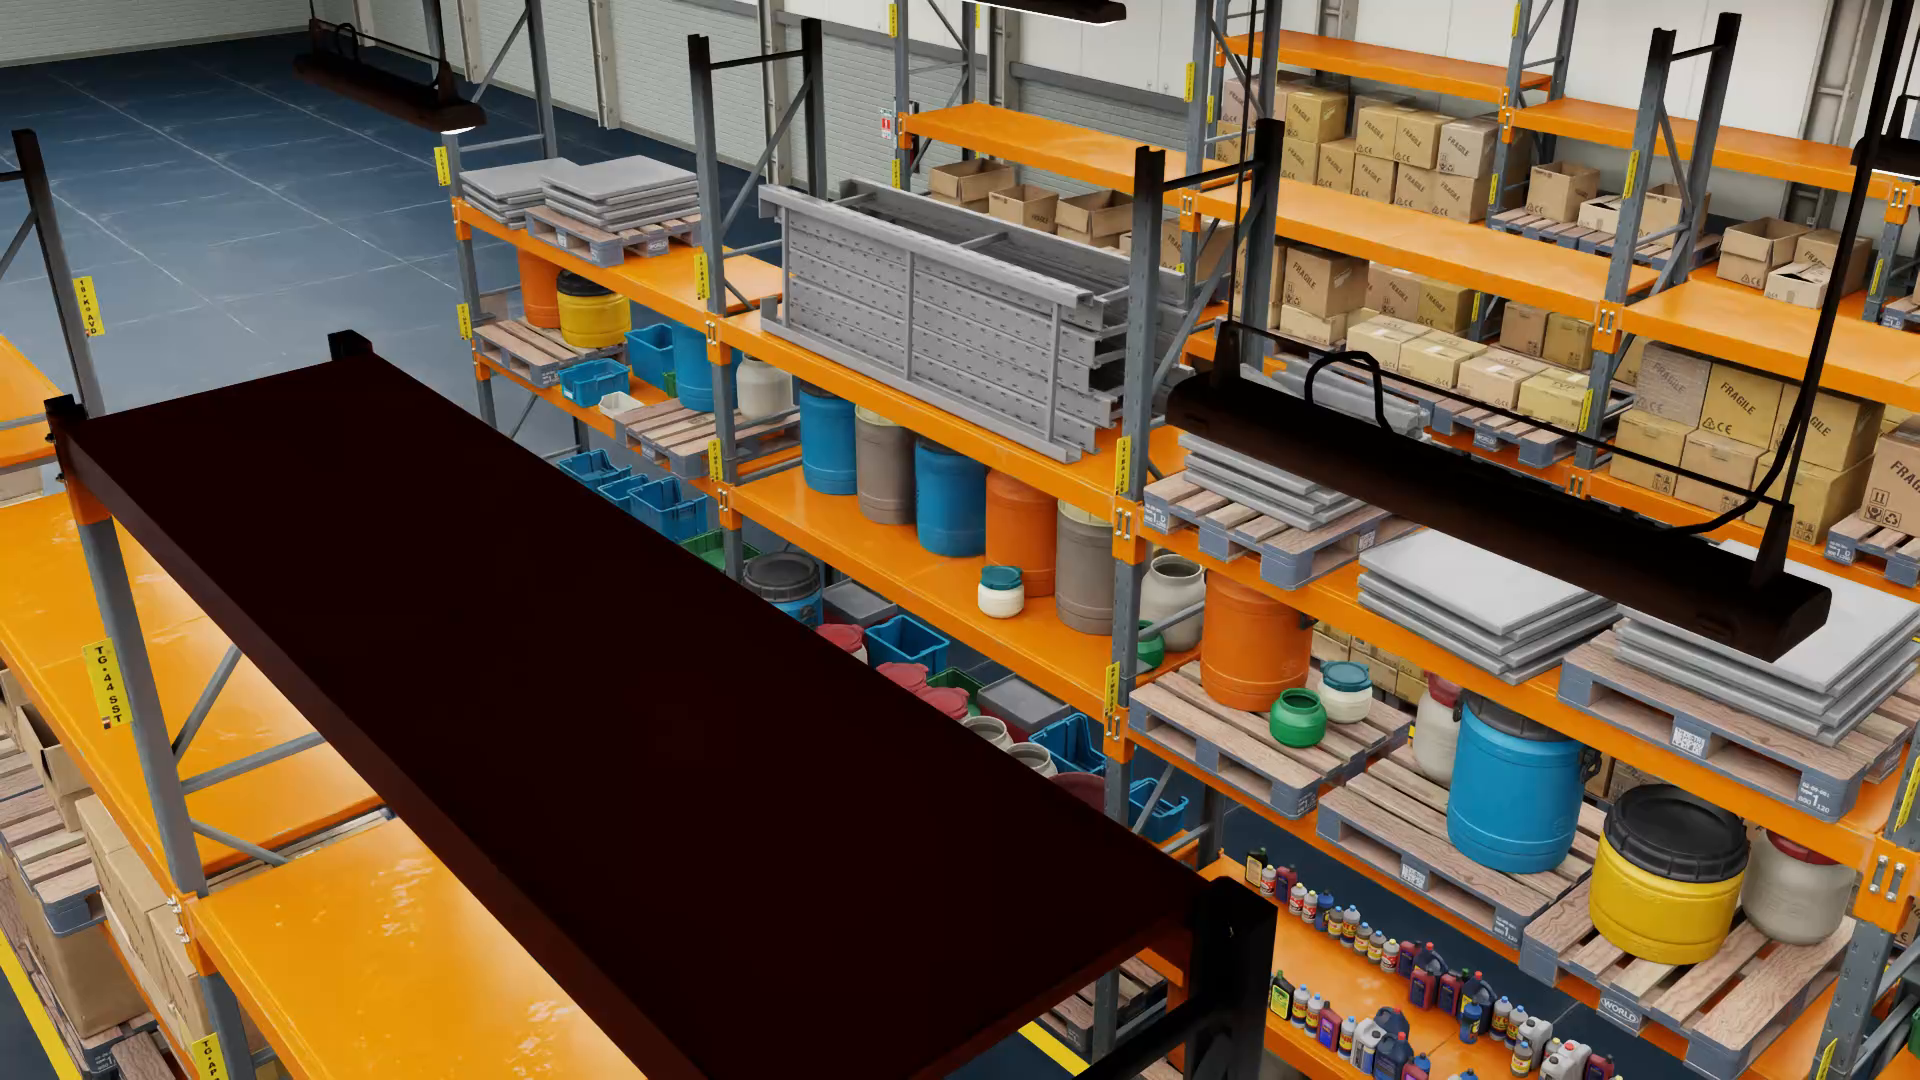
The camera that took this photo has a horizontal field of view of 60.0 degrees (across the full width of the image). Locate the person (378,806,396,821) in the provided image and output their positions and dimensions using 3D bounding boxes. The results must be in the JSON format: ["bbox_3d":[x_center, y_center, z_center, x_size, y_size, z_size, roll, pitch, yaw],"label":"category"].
[{"bbox_3d":[-4.091,2.133,11.519,0.475,1.708,0.511,20,33,33],"label":"person"}]
